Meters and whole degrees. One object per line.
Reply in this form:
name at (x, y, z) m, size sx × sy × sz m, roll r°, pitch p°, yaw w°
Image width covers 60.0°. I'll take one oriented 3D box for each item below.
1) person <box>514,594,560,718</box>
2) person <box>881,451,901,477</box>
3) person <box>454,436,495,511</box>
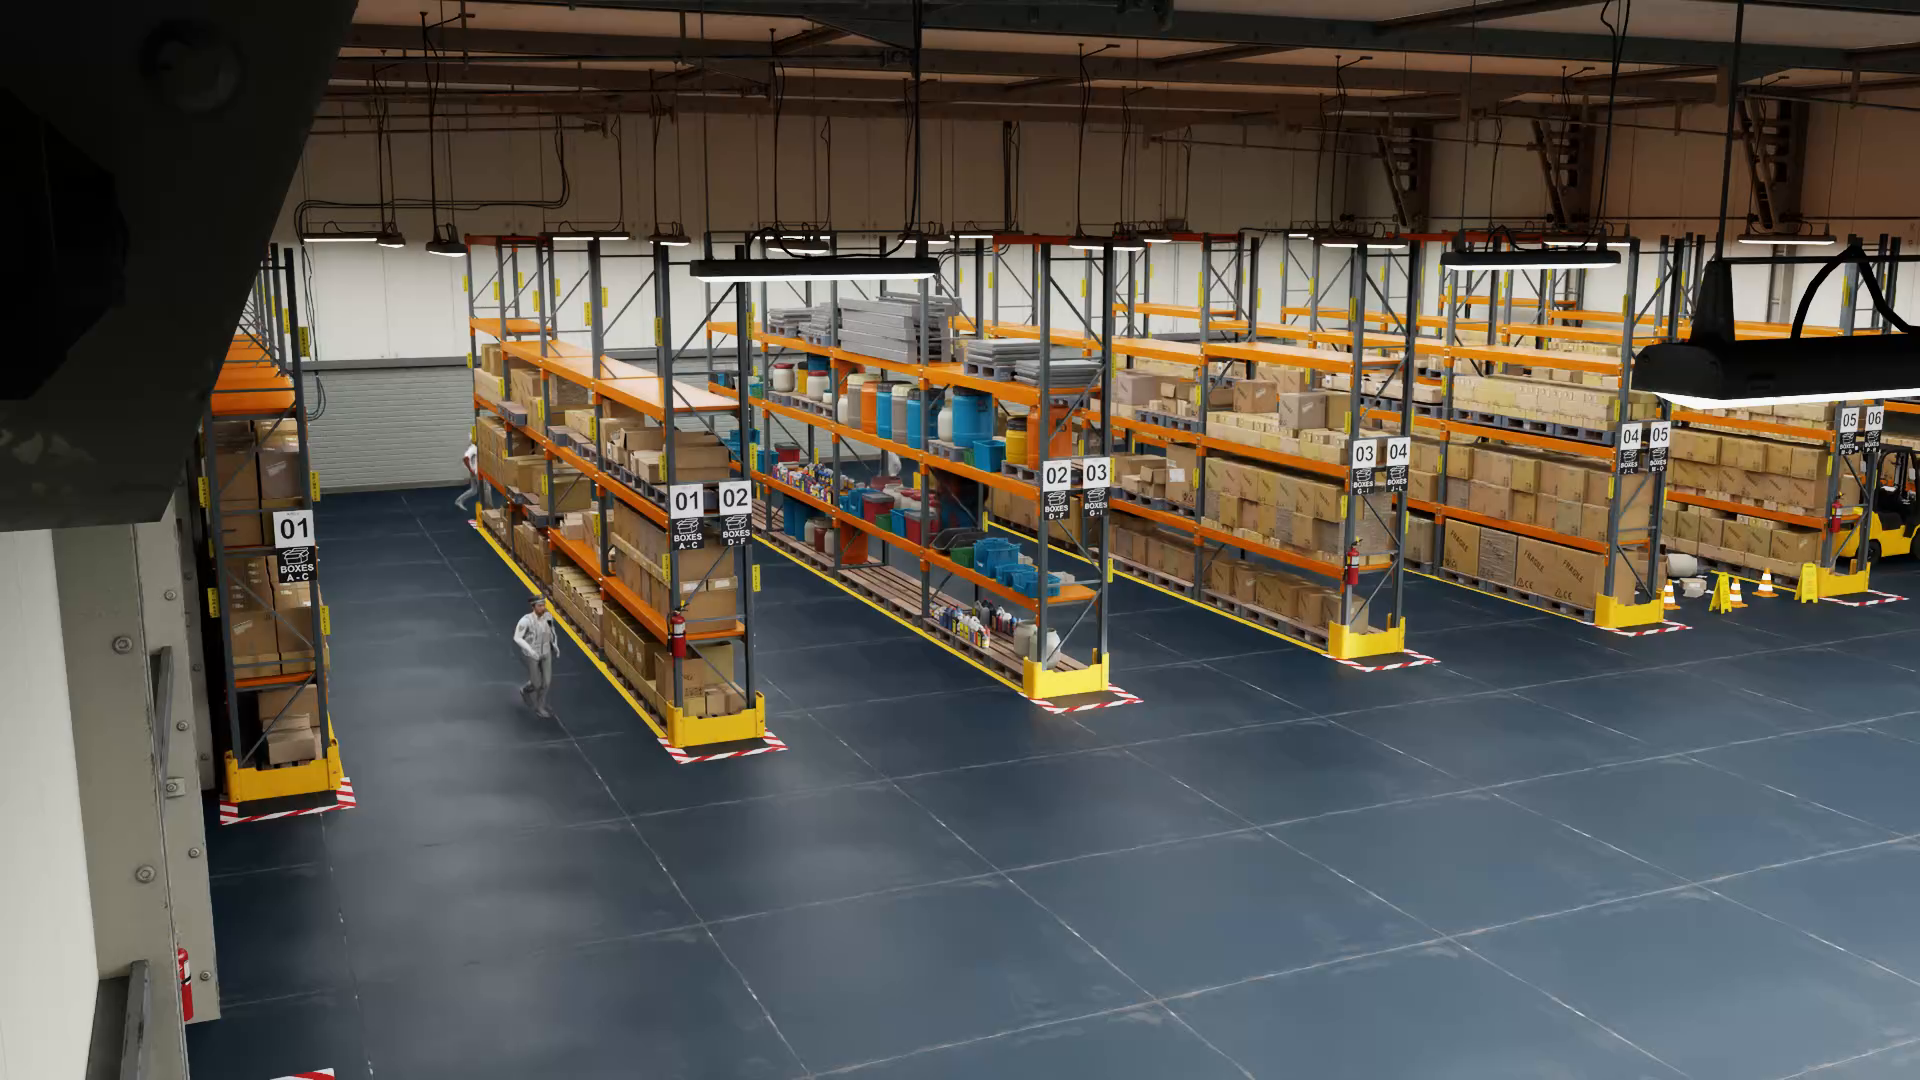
person at (-5.470, 1.455, 21.404) m, size 0.613 × 1.639 × 0.640 m, roll -9°, pitch 14°, yaw -39°
person at (-1.650, -2.090, 39.415) m, size 0.626 × 1.716 × 0.766 m, roll 1°, pitch 11°, yaw 6°
person at (-10.445, -1.437, 35.889) m, size 0.981 × 1.762 × 0.708 m, roll -3°, pitch 12°, yaw -17°
